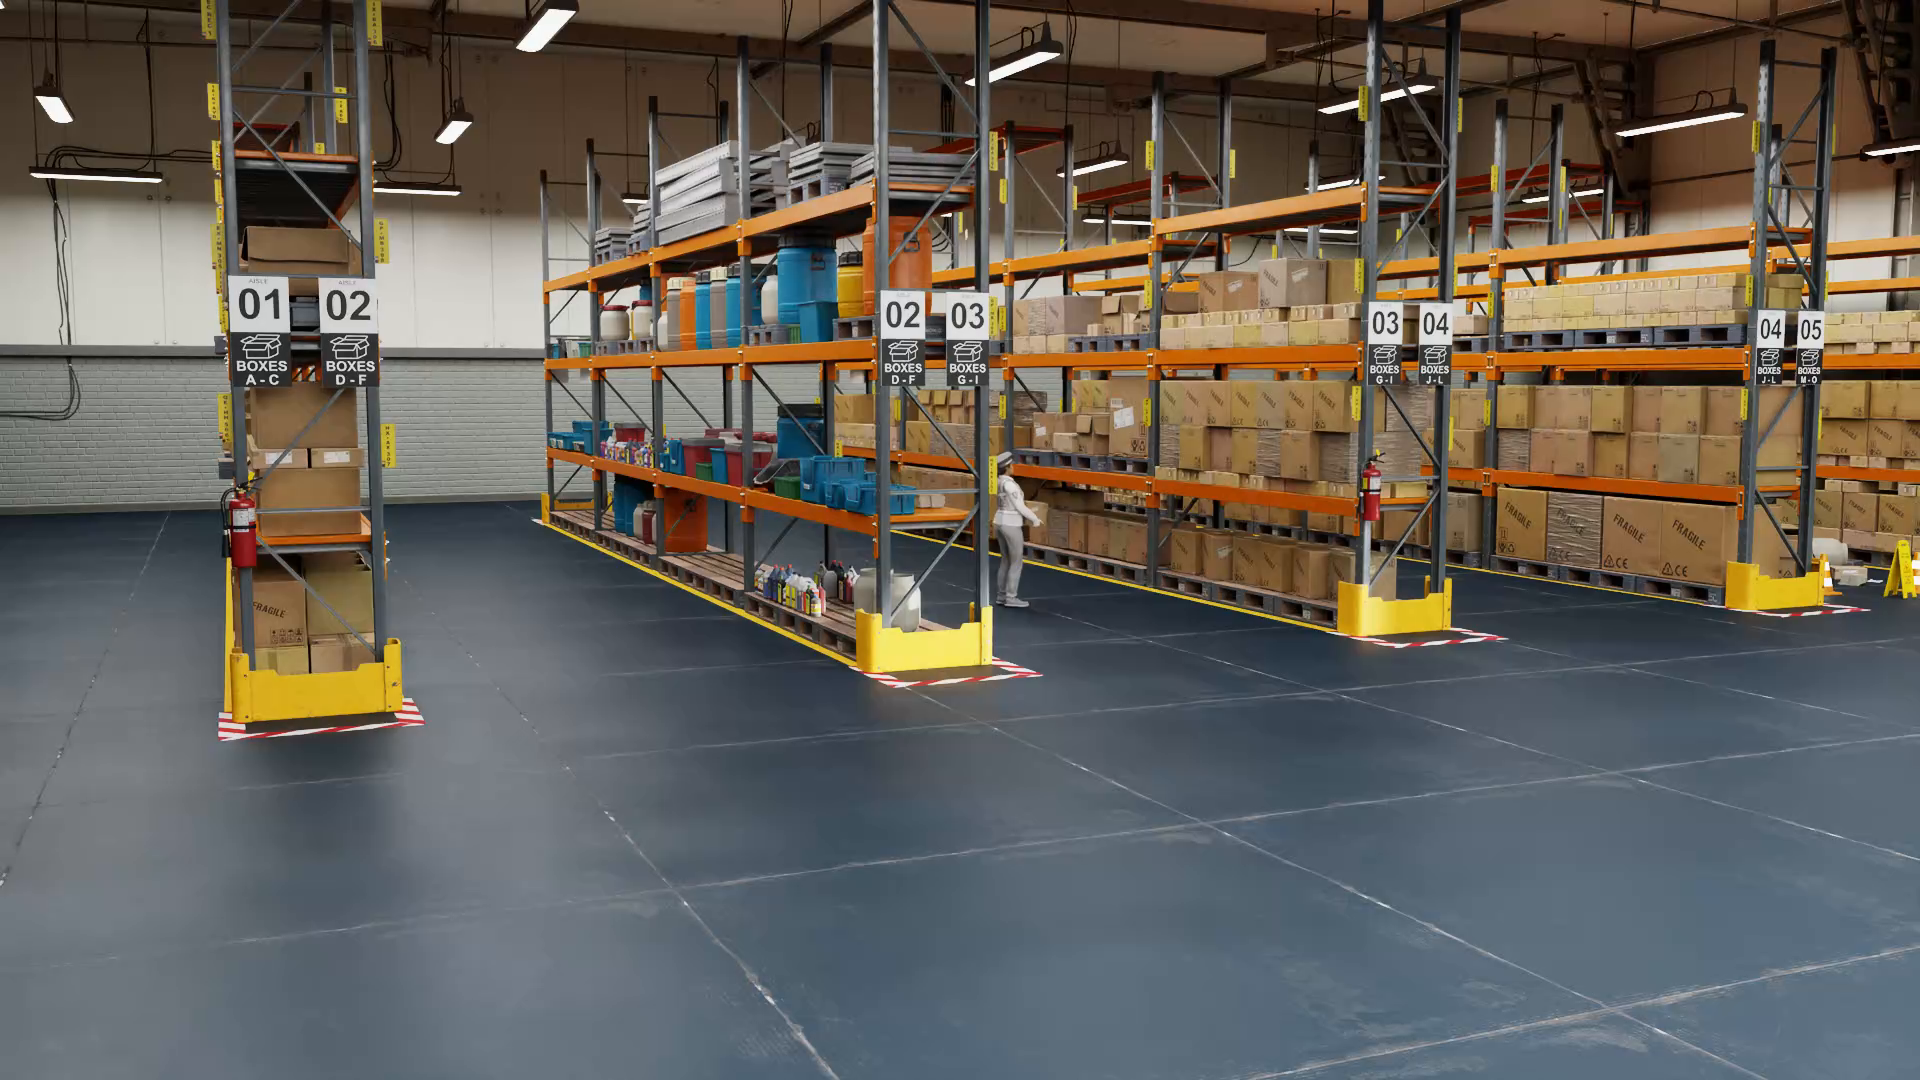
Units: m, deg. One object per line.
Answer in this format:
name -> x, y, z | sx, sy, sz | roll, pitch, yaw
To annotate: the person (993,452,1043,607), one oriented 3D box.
person -> 0.596, -0.124, 18.147 | 0.555, 1.687, 0.461 | -2, 6, -24
